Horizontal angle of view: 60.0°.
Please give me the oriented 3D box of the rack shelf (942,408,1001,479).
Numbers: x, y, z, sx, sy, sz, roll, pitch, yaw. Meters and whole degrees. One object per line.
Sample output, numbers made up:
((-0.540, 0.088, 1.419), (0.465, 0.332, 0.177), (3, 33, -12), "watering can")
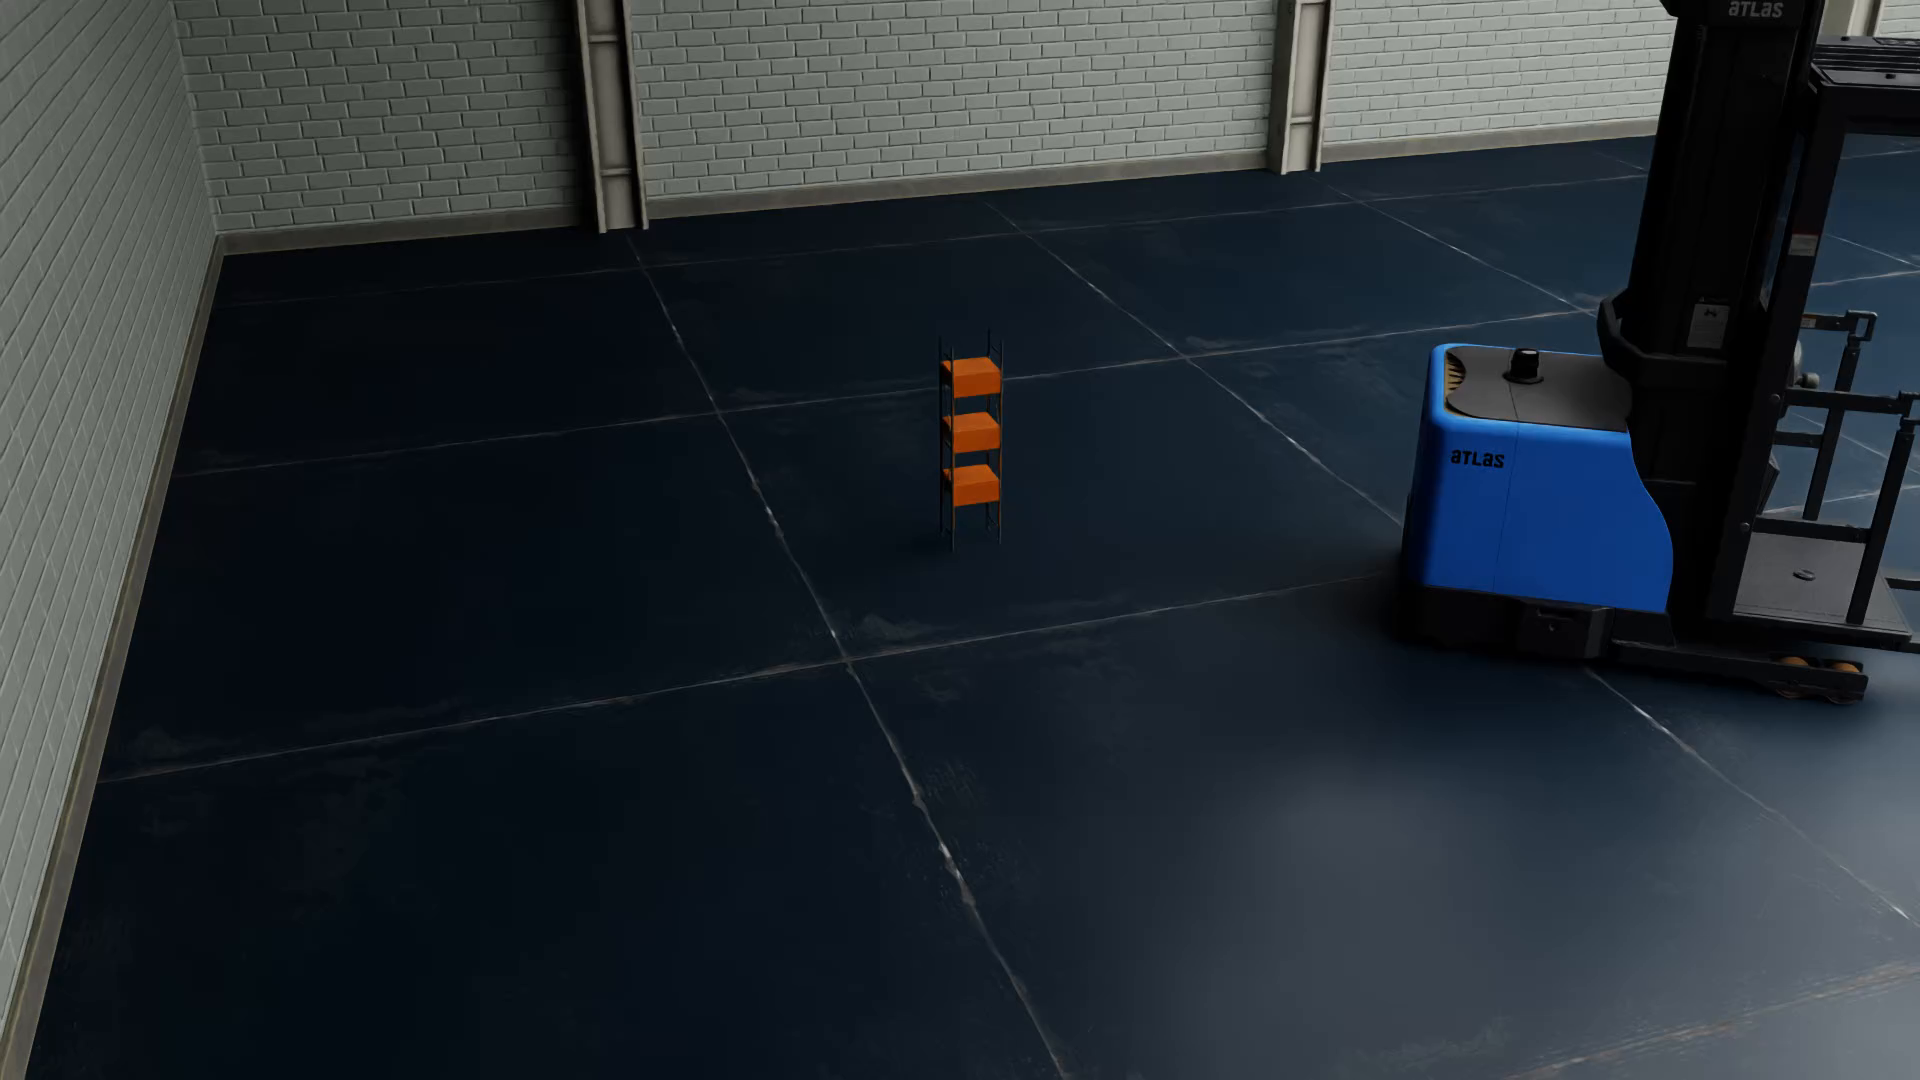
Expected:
((0.051, -0.468, 8.036), (0.240, 0.259, 0.215), (-8, 28, -16), "rack shelf")

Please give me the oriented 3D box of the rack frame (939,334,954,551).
((-0.065, -0.461, 7.998), (0.008, 1.050, 0.200), (-8, 28, -16), "rack frame")

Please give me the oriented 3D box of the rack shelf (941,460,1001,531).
((0.051, -0.219, 8.160), (0.240, 0.259, 0.215), (-8, 28, -16), "rack shelf")

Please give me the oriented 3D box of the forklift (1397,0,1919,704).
((3.508, -0.897, 6.760), (3.031, 2.935, 1.130), (7, 27, 13), "forklift")

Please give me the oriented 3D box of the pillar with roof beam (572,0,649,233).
((-1.377, -4.725, 7.648), (0.400, 9.000, 9.100), (-8, 28, -16), "pillar with roof beam")

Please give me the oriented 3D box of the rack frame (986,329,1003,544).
((0.167, -0.494, 8.065), (0.008, 1.050, 0.200), (-8, 28, -16), "rack frame")

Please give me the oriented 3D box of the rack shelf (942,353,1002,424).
((0.051, -0.722, 7.910), (0.240, 0.259, 0.215), (-8, 28, -16), "rack shelf")

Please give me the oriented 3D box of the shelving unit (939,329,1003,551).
((0.051, -0.478, 8.031), (0.252, 1.050, 0.215), (-8, 28, -16), "shelving unit")

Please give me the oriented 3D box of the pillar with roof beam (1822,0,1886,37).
((10.033, -6.378, 10.977), (0.400, 9.000, 9.100), (-8, 28, -16), "pillar with roof beam")

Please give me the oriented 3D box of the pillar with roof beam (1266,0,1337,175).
((4.328, -5.551, 9.312), (0.400, 9.000, 9.100), (-8, 28, -16), "pillar with roof beam")
